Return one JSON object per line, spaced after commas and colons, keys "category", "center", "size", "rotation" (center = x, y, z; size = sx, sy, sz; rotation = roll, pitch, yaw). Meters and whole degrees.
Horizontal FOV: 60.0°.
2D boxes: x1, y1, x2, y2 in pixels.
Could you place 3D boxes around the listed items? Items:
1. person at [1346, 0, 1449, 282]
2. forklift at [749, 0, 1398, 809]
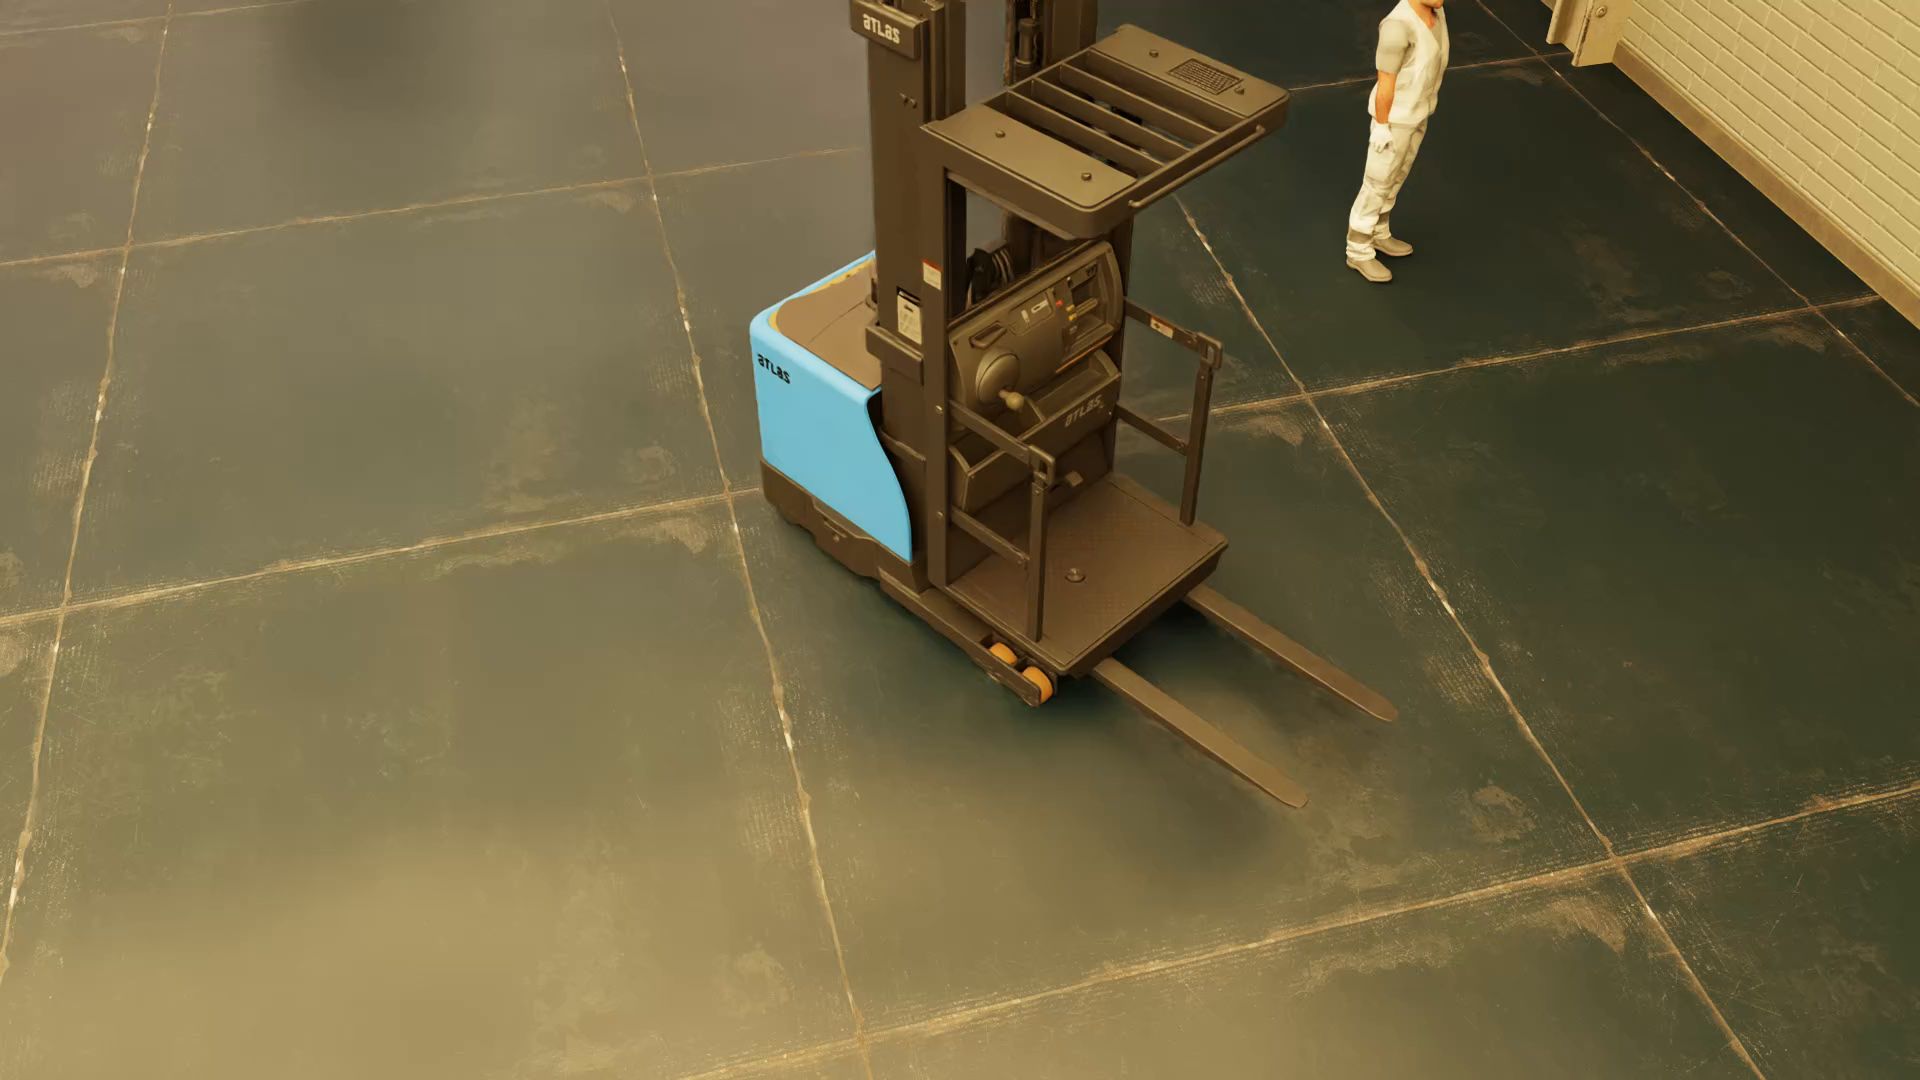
{"category": "person", "center": [2.373, -2.264, 8.872], "size": [0.359, 1.796, 0.530], "rotation": [26, 49, 25]}
{"category": "forklift", "center": [0.462, -0.770, 6.460], "size": [3.031, 2.935, 1.130], "rotation": [34, 53, 31]}
